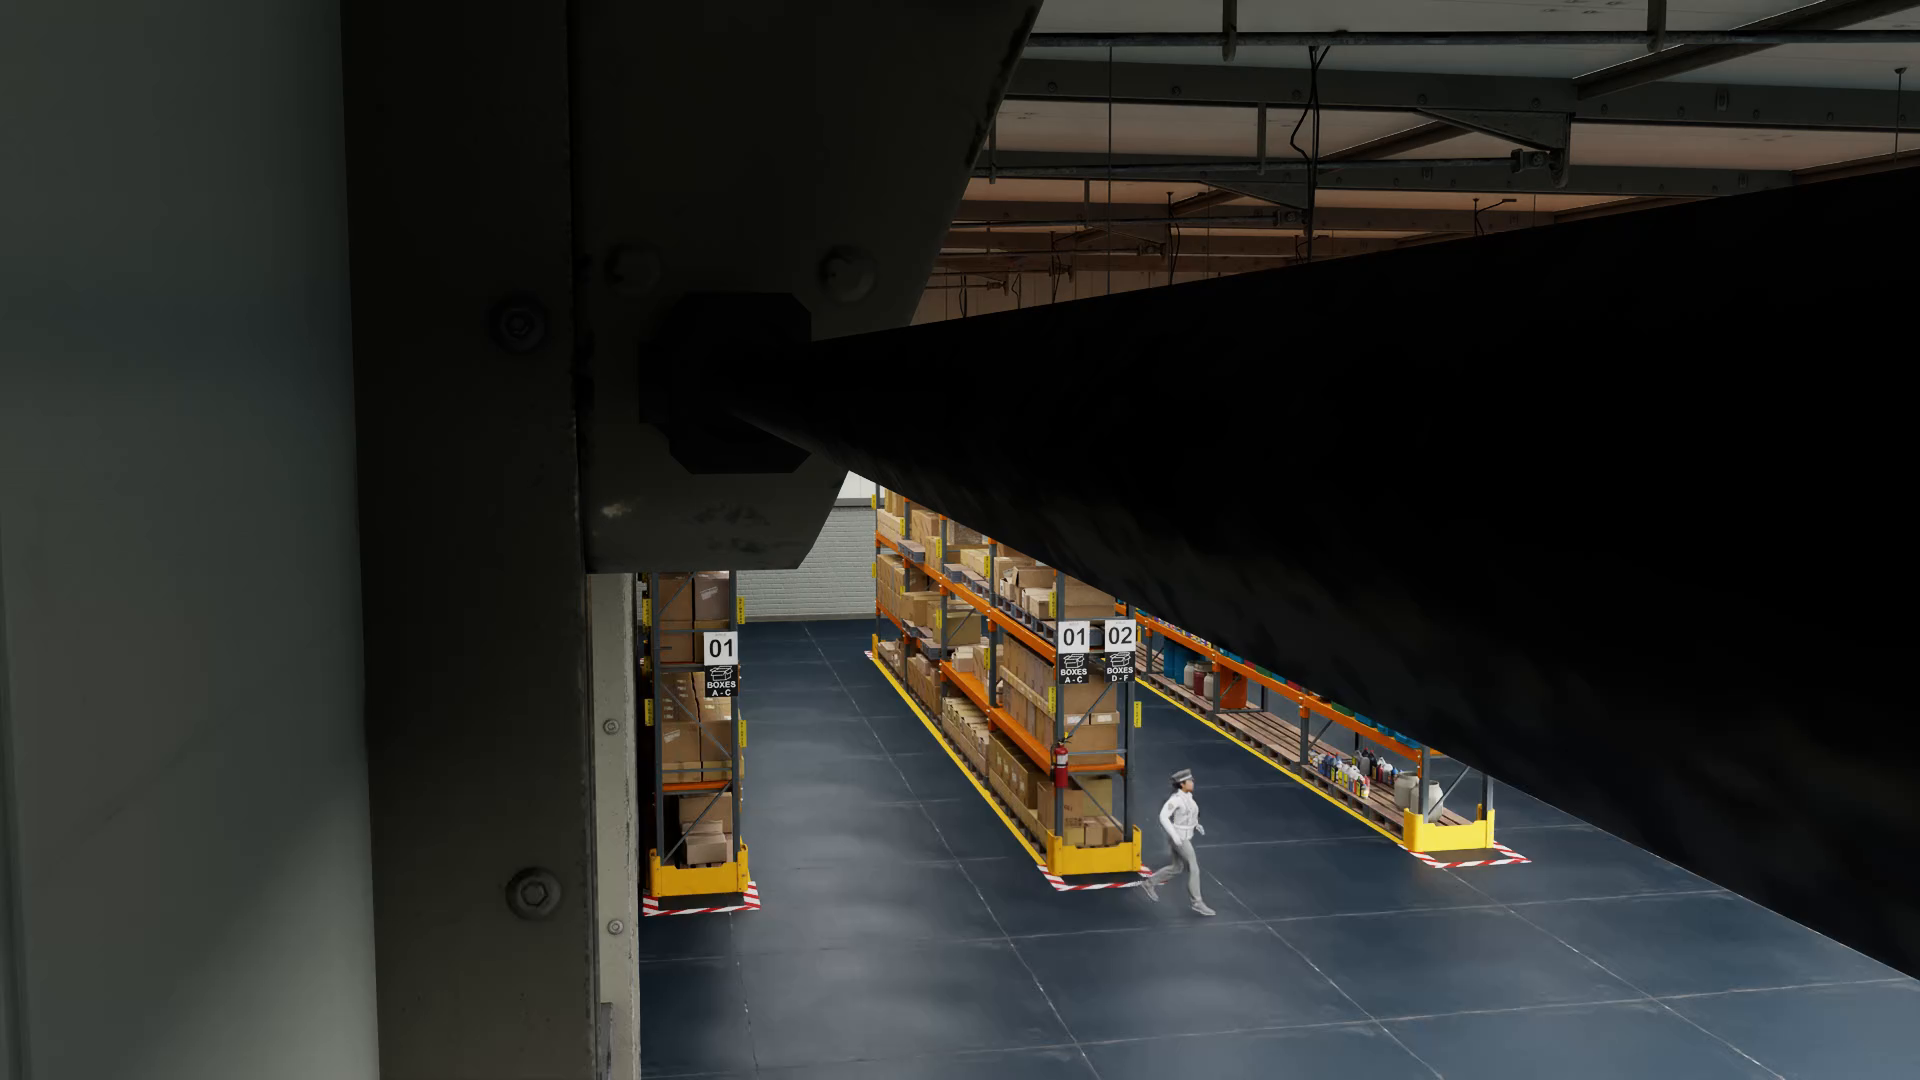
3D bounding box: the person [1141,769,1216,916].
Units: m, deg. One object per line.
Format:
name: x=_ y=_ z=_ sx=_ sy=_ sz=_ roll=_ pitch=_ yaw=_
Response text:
person: x=2.558 y=3.499 z=19.441 sx=0.907 sy=1.697 sz=0.636 roll=2 pitch=6 yaw=18
